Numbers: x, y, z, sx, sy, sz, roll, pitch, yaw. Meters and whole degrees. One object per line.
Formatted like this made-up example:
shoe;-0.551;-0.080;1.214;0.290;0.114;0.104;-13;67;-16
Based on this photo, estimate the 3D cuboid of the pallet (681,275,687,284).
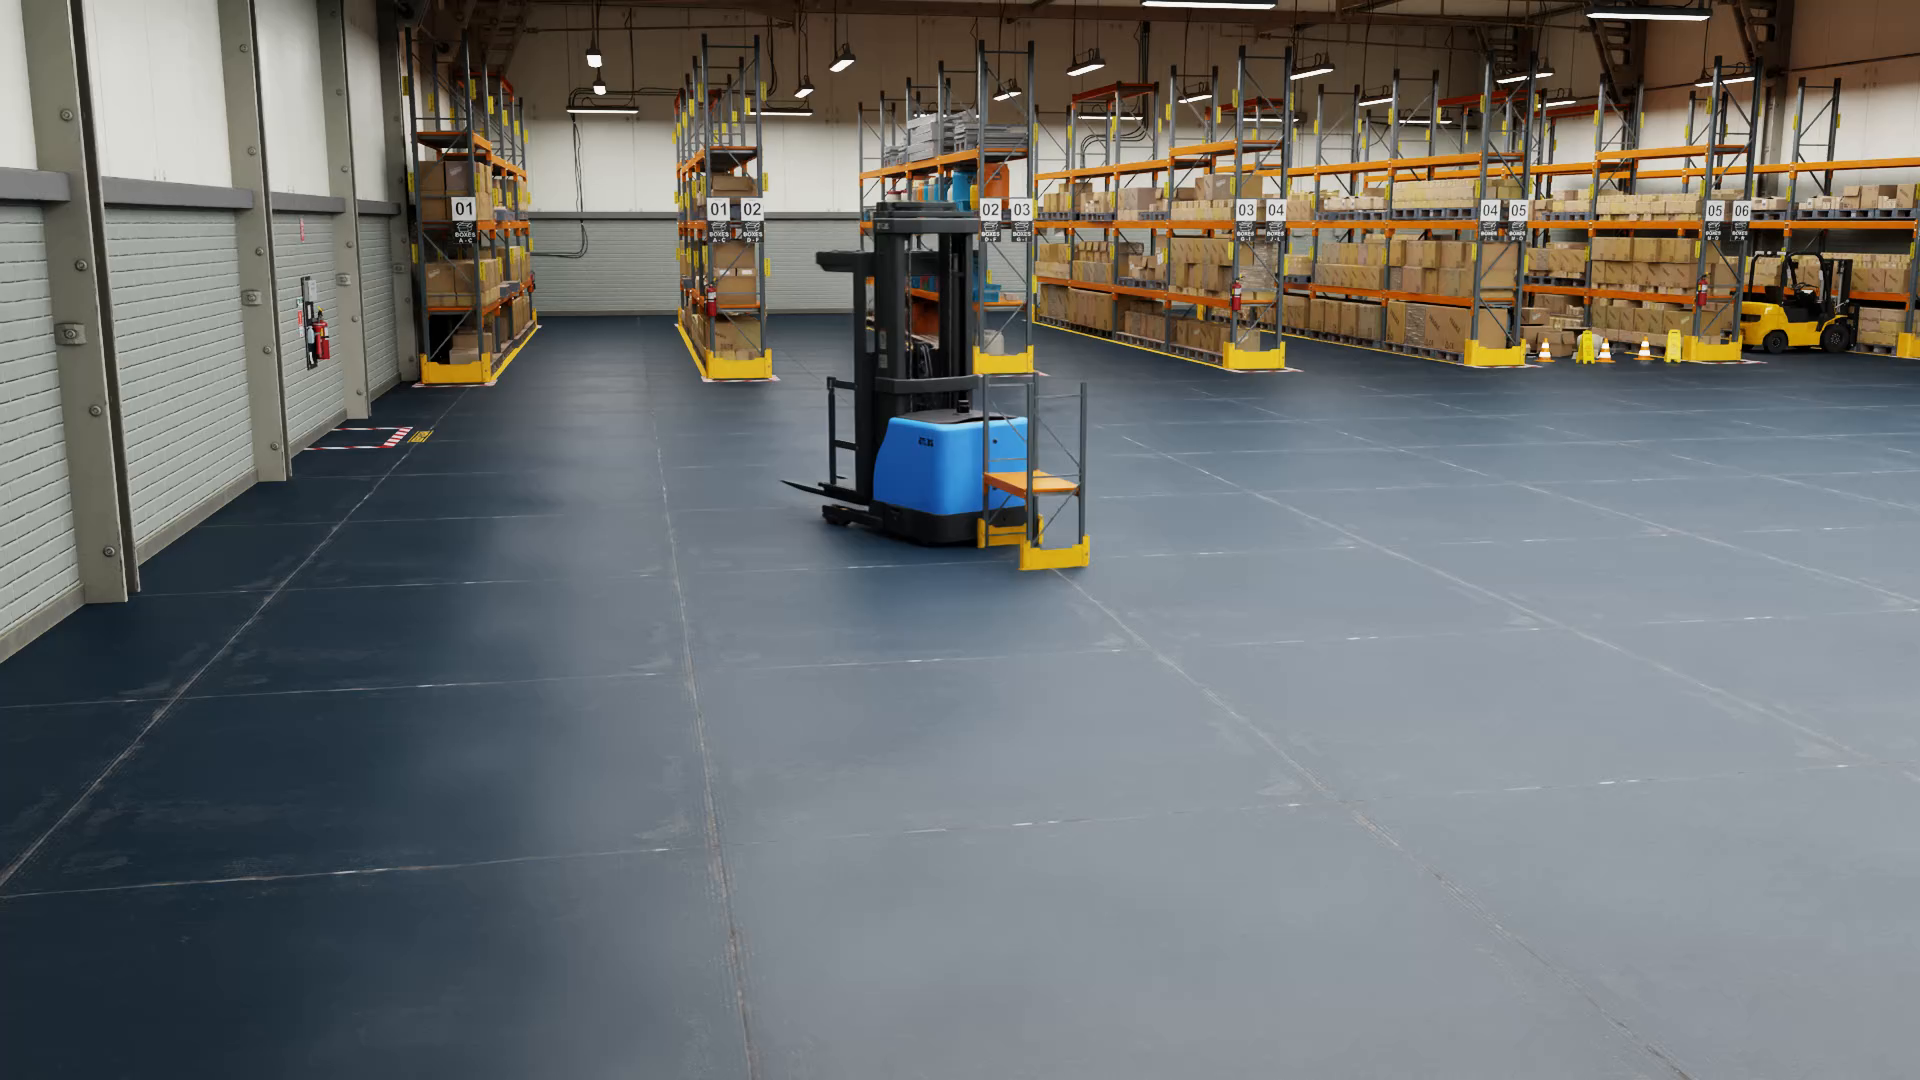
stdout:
pallet;-6.305;-6.389;40.754;1.003;0.211;1.213;-2;11;-11

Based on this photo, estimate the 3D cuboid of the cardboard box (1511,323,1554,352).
cardboard box;12.404;-4.394;36.075;0.797;0.637;0.503;-2;11;-11

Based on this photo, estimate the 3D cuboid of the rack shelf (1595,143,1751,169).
rack shelf;15.030;-8.112;35.180;1.077;0.370;4.000;-2;11;-11

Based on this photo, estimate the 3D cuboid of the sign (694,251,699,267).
sign;-5.328;-5.675;33.604;0.100;0.325;0.005;-2;11;-11

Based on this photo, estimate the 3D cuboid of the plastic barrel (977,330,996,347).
plastic barrel;0.540;-3.806;32.202;0.421;0.512;0.421;0;11;0

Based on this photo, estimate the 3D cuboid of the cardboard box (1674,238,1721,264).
cardboard box;15.106;-5.925;34.066;0.700;0.500;0.500;-2;11;-12

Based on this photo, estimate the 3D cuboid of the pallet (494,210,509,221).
pallet;-9.671;-6.484;33.220;1.213;0.211;1.003;-2;11;-11

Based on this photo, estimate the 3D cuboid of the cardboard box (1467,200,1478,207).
cardboard box;10.187;-6.608;32.653;0.380;0.149;0.250;-2;11;-11

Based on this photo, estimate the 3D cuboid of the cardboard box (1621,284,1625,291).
cardboard box;14.666;-5.507;36.280;0.380;0.149;0.250;-2;11;-11

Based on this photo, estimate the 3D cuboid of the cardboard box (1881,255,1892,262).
cardboard box;19.855;-5.997;35.384;0.380;0.149;0.250;-2;11;-10

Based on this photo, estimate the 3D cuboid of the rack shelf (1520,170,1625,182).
rack shelf;17.565;-10.494;47.695;1.077;0.370;4.000;-2;11;-11

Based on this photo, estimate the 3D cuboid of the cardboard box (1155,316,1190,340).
cardboard box;4.748;-4.716;36.959;0.700;0.500;0.500;-2;11;-11

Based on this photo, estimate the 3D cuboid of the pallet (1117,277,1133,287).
pallet;4.386;-6.039;38.913;1.213;0.211;1.003;-2;11;-11

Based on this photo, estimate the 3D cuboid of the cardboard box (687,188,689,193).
cardboard box;-6.327;-8.317;40.689;0.600;0.600;0.600;-3;11;-16

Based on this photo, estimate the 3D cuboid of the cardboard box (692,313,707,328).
cardboard box;-5.761;-4.924;37.277;0.500;0.311;0.500;-2;11;-9

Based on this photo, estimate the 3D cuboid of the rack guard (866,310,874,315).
rack guard;-2.289;-6.323;46.578;1.175;0.500;0.348;-2;11;-11

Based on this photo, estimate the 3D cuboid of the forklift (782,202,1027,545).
forklift;-0.629;-1.623;15.386;1.130;2.935;3.031;-8;13;-35

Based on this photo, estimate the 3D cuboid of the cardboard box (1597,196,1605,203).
cardboard box;14.383;-7.559;36.903;0.380;0.149;0.250;-2;11;-12

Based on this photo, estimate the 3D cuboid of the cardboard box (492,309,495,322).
cardboard box;-10.088;-4.745;35.105;0.500;0.250;0.500;-2;11;-11

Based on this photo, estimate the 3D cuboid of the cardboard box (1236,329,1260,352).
cardboard box;5.594;-3.886;32.652;0.500;0.500;0.500;0;11;0

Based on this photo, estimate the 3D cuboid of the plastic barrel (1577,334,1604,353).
plastic barrel;13.533;-4.211;35.688;0.512;0.421;0.421;6;12;28

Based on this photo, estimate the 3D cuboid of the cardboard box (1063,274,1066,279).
cardboard box;2.934;-6.961;43.919;0.380;0.149;0.250;-2;11;-10

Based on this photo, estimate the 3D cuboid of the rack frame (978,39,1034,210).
rack frame;0.840;-7.559;30.345;1.000;3.000;0.127;-2;11;-11

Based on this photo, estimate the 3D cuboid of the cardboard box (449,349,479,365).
cardboard box;-8.924;-3.277;29.908;0.500;0.311;0.500;-3;11;-17

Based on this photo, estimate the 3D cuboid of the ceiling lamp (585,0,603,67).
ceiling lamp;-6.877;-10.878;32.168;0.800;3.185;2.000;-2;11;-11

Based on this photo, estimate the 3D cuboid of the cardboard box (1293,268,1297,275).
cardboard box;8.434;-6.624;41.023;0.380;0.149;0.250;-2;11;-11

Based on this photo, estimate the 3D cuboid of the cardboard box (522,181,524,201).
cardboard box;-11.282;-8.802;41.901;0.500;0.500;0.500;-2;11;-11

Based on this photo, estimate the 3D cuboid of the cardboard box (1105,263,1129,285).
cardboard box;3.804;-6.390;39.980;0.500;0.500;0.500;-2;11;-9

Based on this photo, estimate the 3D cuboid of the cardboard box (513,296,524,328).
cardboard box;-10.958;-5.489;40.137;0.750;0.750;0.750;-2;11;-10

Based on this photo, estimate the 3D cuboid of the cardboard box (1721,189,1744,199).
cardboard box;18.831;-8.251;40.343;0.500;0.500;0.500;-2;11;-10

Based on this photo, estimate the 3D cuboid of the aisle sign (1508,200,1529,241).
aisle sign;10.892;-6.229;32.449;0.394;0.787;0.004;-2;11;-11

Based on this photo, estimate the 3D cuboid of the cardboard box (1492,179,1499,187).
cardboard box;10.783;-7.070;32.947;0.380;0.149;0.250;-2;11;-11

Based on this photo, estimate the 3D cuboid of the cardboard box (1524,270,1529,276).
cardboard box;13.808;-6.480;40.270;0.380;0.149;0.250;-2;11;-11

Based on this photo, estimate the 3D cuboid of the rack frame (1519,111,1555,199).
rack frame;17.176;-11.216;49.555;1.000;3.000;0.127;-2;11;-11

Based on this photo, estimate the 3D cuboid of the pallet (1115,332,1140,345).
pallet;4.293;-4.746;39.069;1.003;0.211;1.213;-2;11;-11

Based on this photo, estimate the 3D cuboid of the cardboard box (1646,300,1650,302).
cardboard box;18.289;-6.328;43.751;0.380;0.149;0.250;-2;11;-9

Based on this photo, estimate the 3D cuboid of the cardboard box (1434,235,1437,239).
cardboard box;13.213;-8.326;45.744;0.380;0.149;0.250;-2;11;-10

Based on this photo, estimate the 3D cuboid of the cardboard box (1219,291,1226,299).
cardboard box;5.294;-4.804;32.583;0.380;0.149;0.250;-2;11;-11

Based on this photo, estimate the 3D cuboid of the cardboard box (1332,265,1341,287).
cardboard box;9.049;-6.193;38.943;0.500;0.500;0.500;-2;11;-11

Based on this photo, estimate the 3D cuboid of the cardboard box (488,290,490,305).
cardboard box;-8.776;-4.384;30.054;0.500;0.250;0.500;-2;11;-13

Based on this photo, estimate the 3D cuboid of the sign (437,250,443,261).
sign;-10.199;-5.534;32.650;0.100;0.325;0.005;-2;11;-11

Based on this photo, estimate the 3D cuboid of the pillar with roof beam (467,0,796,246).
pillar with roof beam;-9.140;-10.754;47.129;9.100;9.000;0.548;-2;11;-11

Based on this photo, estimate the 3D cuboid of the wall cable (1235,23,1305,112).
wall cable;9.898;-15.271;53.210;2.355;3.000;0.029;-2;11;-11

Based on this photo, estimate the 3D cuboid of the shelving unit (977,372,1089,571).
shelving unit;0.602;-0.599;13.832;0.587;1.500;1.083;-4;11;-19

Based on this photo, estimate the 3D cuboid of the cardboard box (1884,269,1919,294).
cardboard box;19.934;-5.464;35.113;0.500;0.500;0.500;-2;11;-12

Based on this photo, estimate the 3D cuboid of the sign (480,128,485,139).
sign;-12.535;-10.651;43.668;0.100;0.325;0.005;-2;11;-11

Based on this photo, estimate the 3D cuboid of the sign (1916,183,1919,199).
sign;19.753;-7.186;34.252;0.100;0.325;0.005;-2;11;-11

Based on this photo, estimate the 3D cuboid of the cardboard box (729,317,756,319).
cardboard box;-4.194;-4.038;32.116;0.500;0.500;0.500;-2;11;-11

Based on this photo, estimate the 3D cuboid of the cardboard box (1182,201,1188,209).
cardboard box;4.832;-6.954;34.521;0.380;0.149;0.250;-2;11;-11

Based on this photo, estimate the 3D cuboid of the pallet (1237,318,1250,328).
pallet;8.084;-5.907;45.167;1.003;0.211;1.213;-2;11;-11

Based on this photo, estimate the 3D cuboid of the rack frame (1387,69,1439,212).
rack frame;9.806;-8.635;35.996;1.000;3.000;0.127;-2;11;-11
